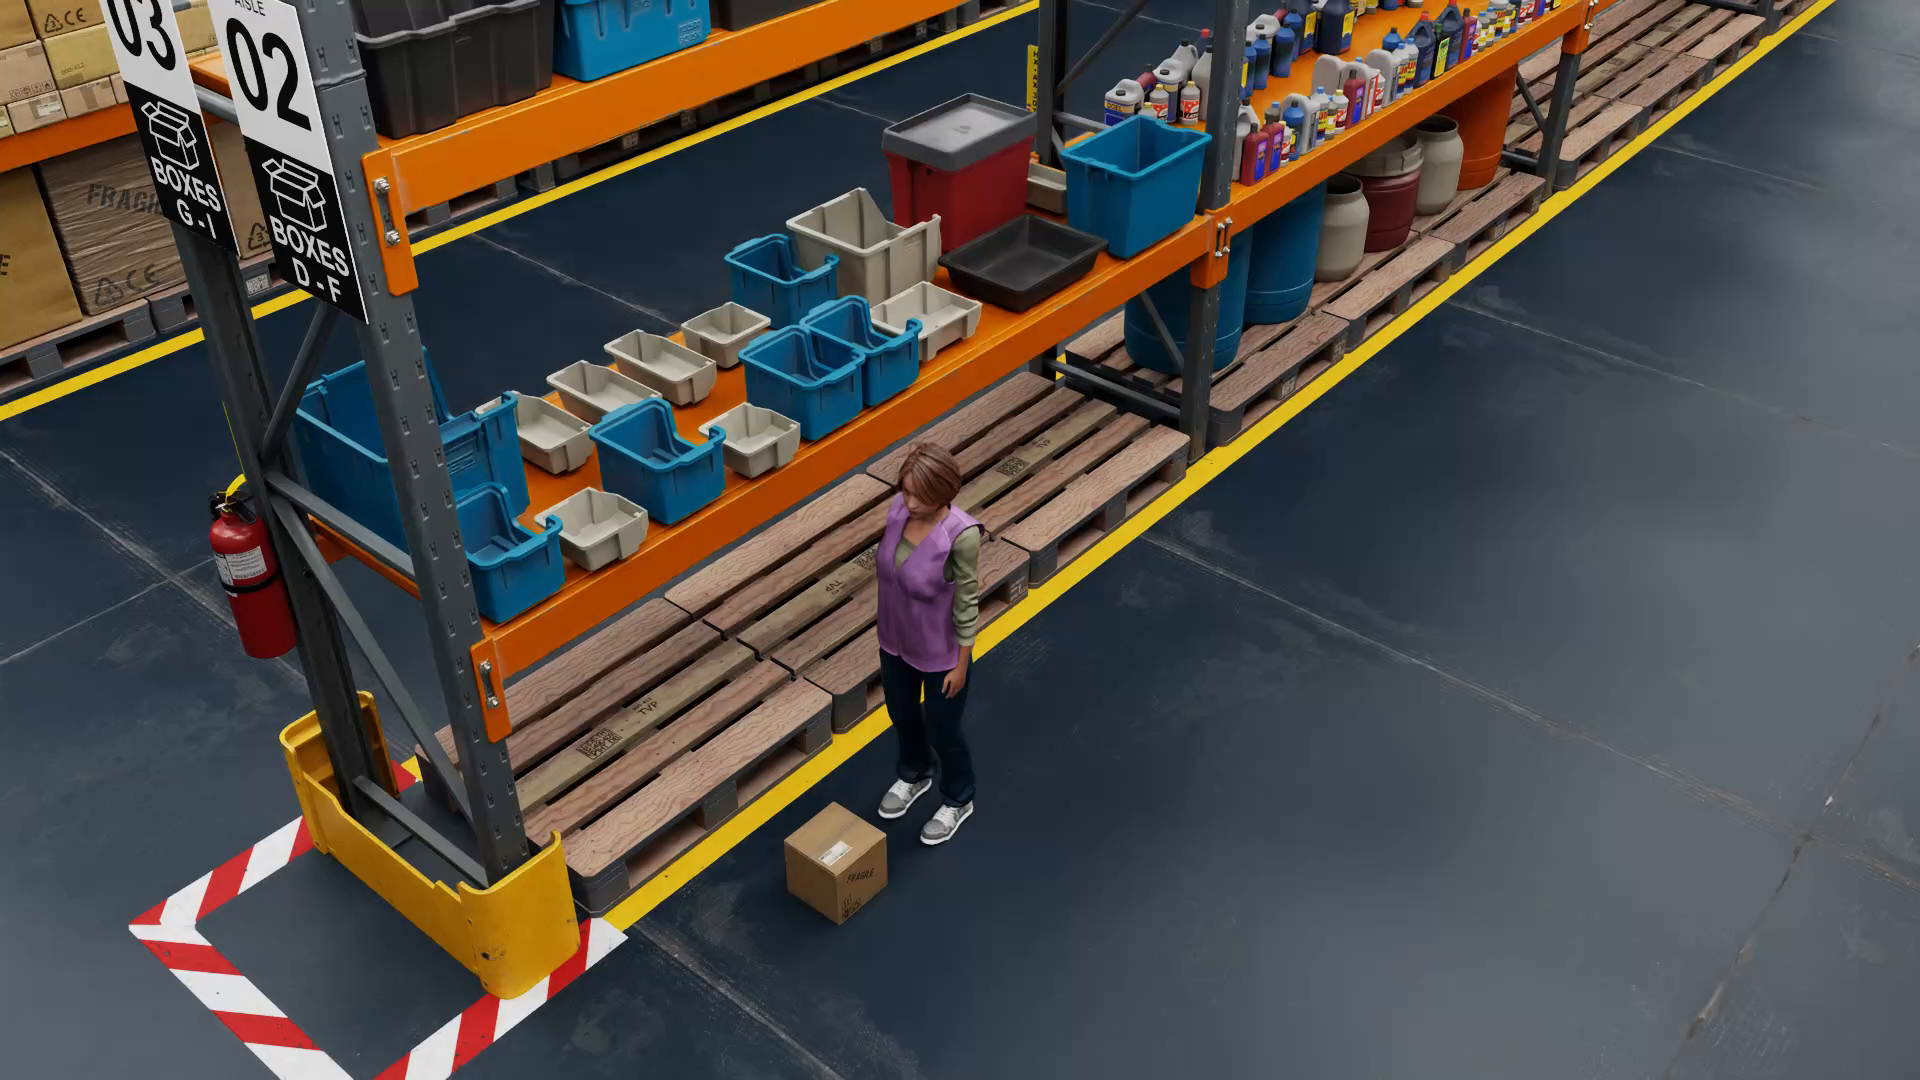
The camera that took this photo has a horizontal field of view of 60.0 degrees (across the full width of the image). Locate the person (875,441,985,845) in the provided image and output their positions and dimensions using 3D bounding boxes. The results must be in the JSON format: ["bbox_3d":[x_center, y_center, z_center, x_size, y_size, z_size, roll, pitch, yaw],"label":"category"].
[{"bbox_3d":[-0.103,0.363,5.650,0.406,1.595,0.305,27,43,32],"label":"person"}]
